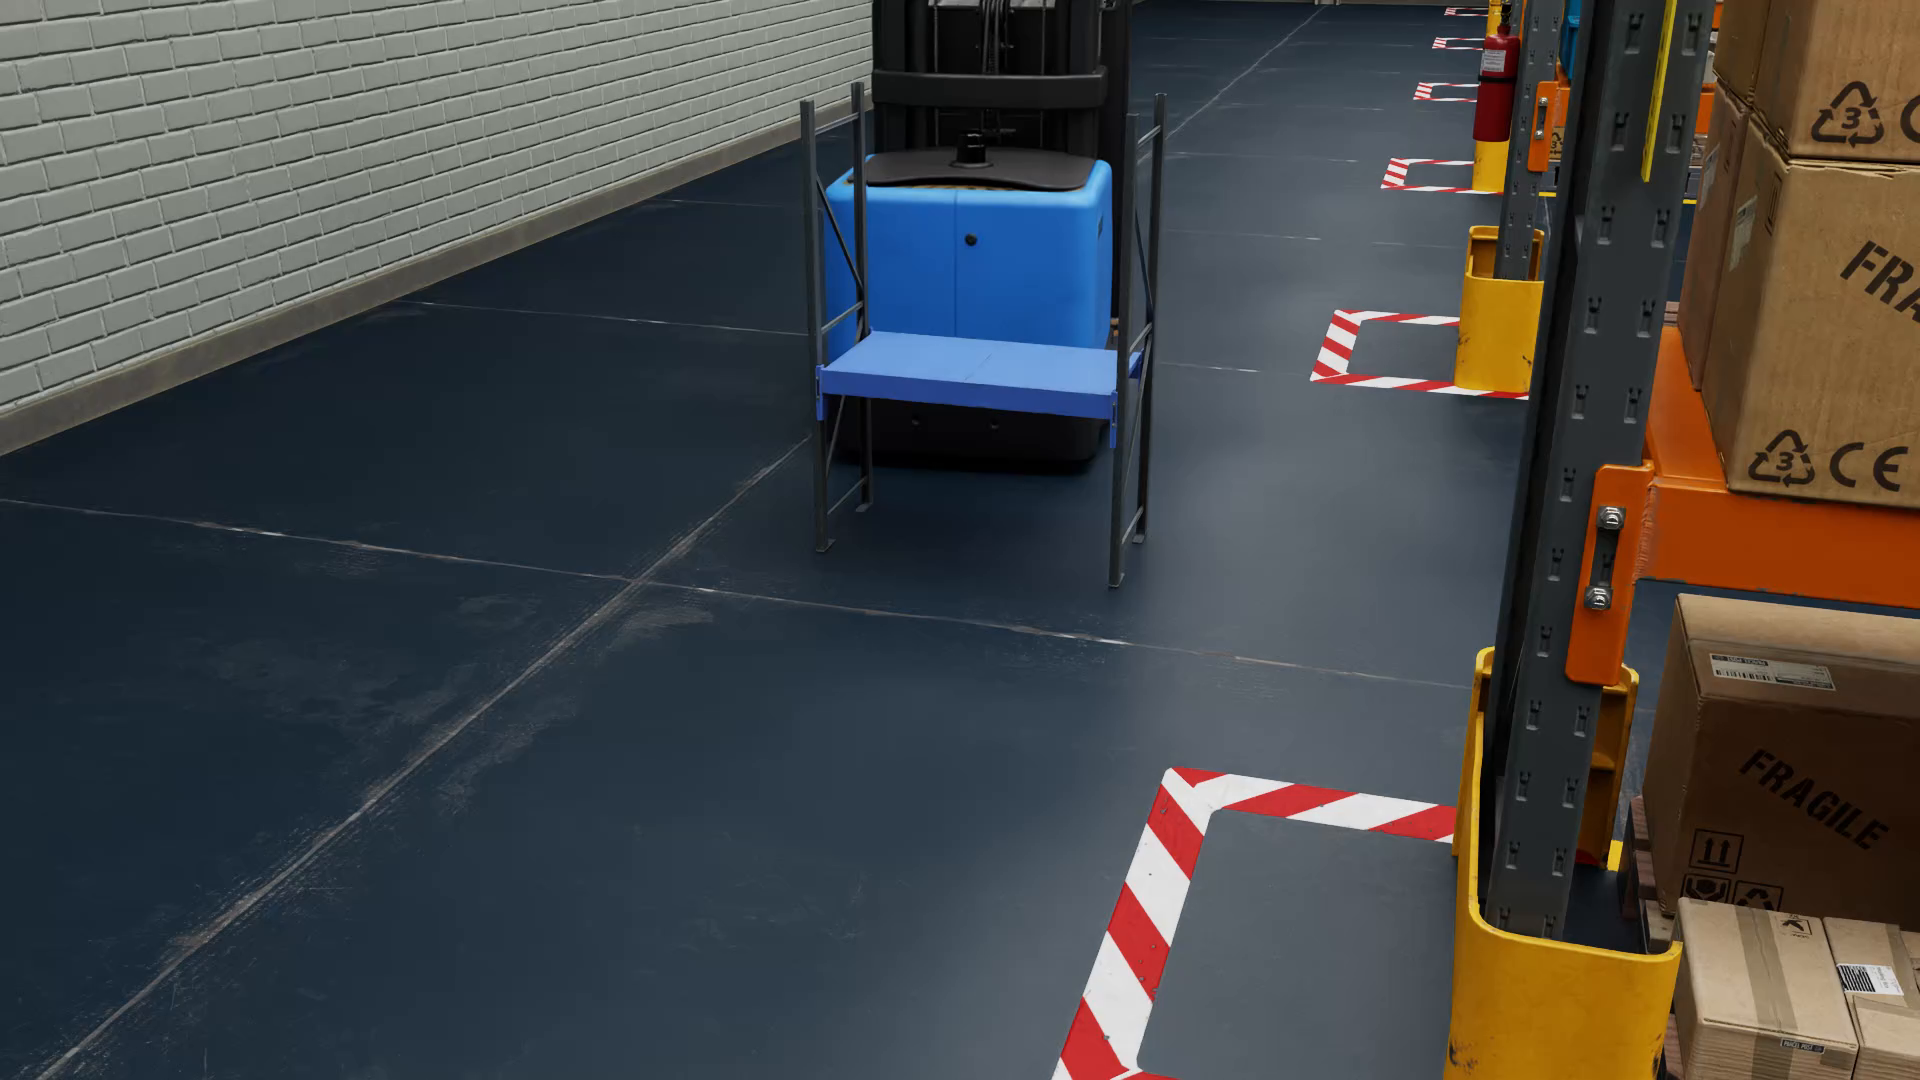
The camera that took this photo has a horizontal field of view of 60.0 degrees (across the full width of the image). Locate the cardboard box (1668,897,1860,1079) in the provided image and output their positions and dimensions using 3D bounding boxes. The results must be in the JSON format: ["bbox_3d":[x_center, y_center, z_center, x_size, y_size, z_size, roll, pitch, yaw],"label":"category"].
[{"bbox_3d":[1.429,0.824,2.985,0.250,0.149,0.380,7,23,16],"label":"cardboard box"}]

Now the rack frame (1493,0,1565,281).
[{"bbox_3d":[2.562,-2.261,7.330,0.127,3.000,1.000,7,23,16],"label":"rack frame"}]

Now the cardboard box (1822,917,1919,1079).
[{"bbox_3d":[1.668,0.844,2.914,0.250,0.166,0.380,7,23,16],"label":"cardboard box"}]

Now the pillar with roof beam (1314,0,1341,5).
[{"bbox_3d":[4.721,-11.300,21.459,0.400,9.000,9.100,7,23,16],"label":"pillar with roof beam"}]

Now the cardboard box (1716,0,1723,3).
[{"bbox_3d":[4.978,-3.702,11.173,0.250,0.149,0.380,6,23,15],"label":"cardboard box"}]

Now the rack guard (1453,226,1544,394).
[{"bbox_3d":[2.535,-1.103,7.799,0.348,0.500,1.175,7,23,16],"label":"rack guard"}]

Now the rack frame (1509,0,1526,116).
[{"bbox_3d":[3.992,-4.061,11.717,0.127,3.000,1.000,7,23,16],"label":"rack frame"}]

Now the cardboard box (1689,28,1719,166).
[{"bbox_3d":[5.500,-3.131,11.697,0.875,0.875,0.875,7,23,16],"label":"cardboard box"}]

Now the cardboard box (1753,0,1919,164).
[{"bbox_3d":[1.476,-0.826,2.382,0.500,0.500,0.500,7,23,17],"label":"cardboard box"}]

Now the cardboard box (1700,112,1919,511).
[{"bbox_3d":[2.766,-0.321,2.469,3.026,0.500,1.079,7,23,16],"label":"cardboard box"}]

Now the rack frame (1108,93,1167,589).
[{"bbox_3d":[0.568,-0.629,5.327,0.032,1.500,0.500,7,23,16],"label":"rack frame"}]

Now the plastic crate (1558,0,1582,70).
[{"bbox_3d":[2.936,-2.336,7.388,0.499,0.435,0.616,7,23,16],"label":"plastic crate"}]

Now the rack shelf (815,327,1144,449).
[{"bbox_3d":[0.082,-0.518,5.531,1.000,0.185,0.538,7,23,16],"label":"rack shelf"}]

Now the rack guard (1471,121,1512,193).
[{"bbox_3d":[3.969,-2.907,12.198,0.348,0.500,1.175,7,23,16],"label":"rack guard"}]

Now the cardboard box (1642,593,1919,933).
[{"bbox_3d":[1.719,0.461,3.407,0.500,0.500,0.500,7,23,16],"label":"cardboard box"}]

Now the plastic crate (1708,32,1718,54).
[{"bbox_3d":[3.395,-2.143,7.311,0.243,0.136,0.396,7,23,16],"label":"plastic crate"}]

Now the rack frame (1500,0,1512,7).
[{"bbox_3d":[6.855,-7.661,20.495,0.127,3.000,1.000,7,23,16],"label":"rack frame"}]

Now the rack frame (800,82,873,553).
[{"bbox_3d":[-0.405,-0.740,5.598,0.032,1.500,0.500,7,23,16],"label":"rack frame"}]

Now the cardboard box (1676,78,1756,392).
[{"bbox_3d":[1.635,-0.558,3.046,0.500,0.500,0.500,7,23,17],"label":"cardboard box"}]

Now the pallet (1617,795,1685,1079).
[{"bbox_3d":[1.964,0.924,3.240,1.213,0.211,1.003,7,23,16],"label":"pallet"}]

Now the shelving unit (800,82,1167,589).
[{"bbox_3d":[0.082,-0.685,5.463,1.048,1.500,0.538,7,23,16],"label":"shelving unit"}]

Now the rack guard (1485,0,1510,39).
[{"bbox_3d":[6.832,-6.507,20.975,0.348,0.500,1.175,7,23,16],"label":"rack guard"}]

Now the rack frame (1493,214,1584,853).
[{"bbox_3d":[1.126,-0.461,2.940,0.053,2.616,0.949,7,23,16],"label":"rack frame"}]

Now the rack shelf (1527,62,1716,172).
[{"bbox_3d":[4.477,-1.709,6.932,4.000,0.370,1.077,7,23,16],"label":"rack shelf"}]

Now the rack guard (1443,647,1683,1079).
[{"bbox_3d":[1.200,0.703,3.397,0.348,0.500,1.175,7,23,16],"label":"rack guard"}]

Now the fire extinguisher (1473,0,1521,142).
[{"bbox_3d":[2.549,-2.234,7.858,0.183,0.674,0.296,7,23,16],"label":"fire extinguisher"}]

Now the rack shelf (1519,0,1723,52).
[{"bbox_3d":[5.907,-3.509,11.319,4.000,0.370,1.077,7,23,16],"label":"rack shelf"}]

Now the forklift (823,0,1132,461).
[{"bbox_3d":[0.211,-2.180,7.223,1.130,2.935,3.031,3,23,8],"label":"forklift"}]

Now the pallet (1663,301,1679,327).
[{"bbox_3d":[3.340,-0.866,7.604,1.213,0.211,1.003,7,23,16],"label":"pallet"}]

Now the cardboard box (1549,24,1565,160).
[{"bbox_3d":[4.628,-3.231,11.940,0.875,0.875,0.875,7,23,16],"label":"cardboard box"}]

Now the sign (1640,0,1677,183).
[{"bbox_3d":[0.971,-0.665,2.298,0.005,0.325,0.100,7,23,16],"label":"sign"}]
